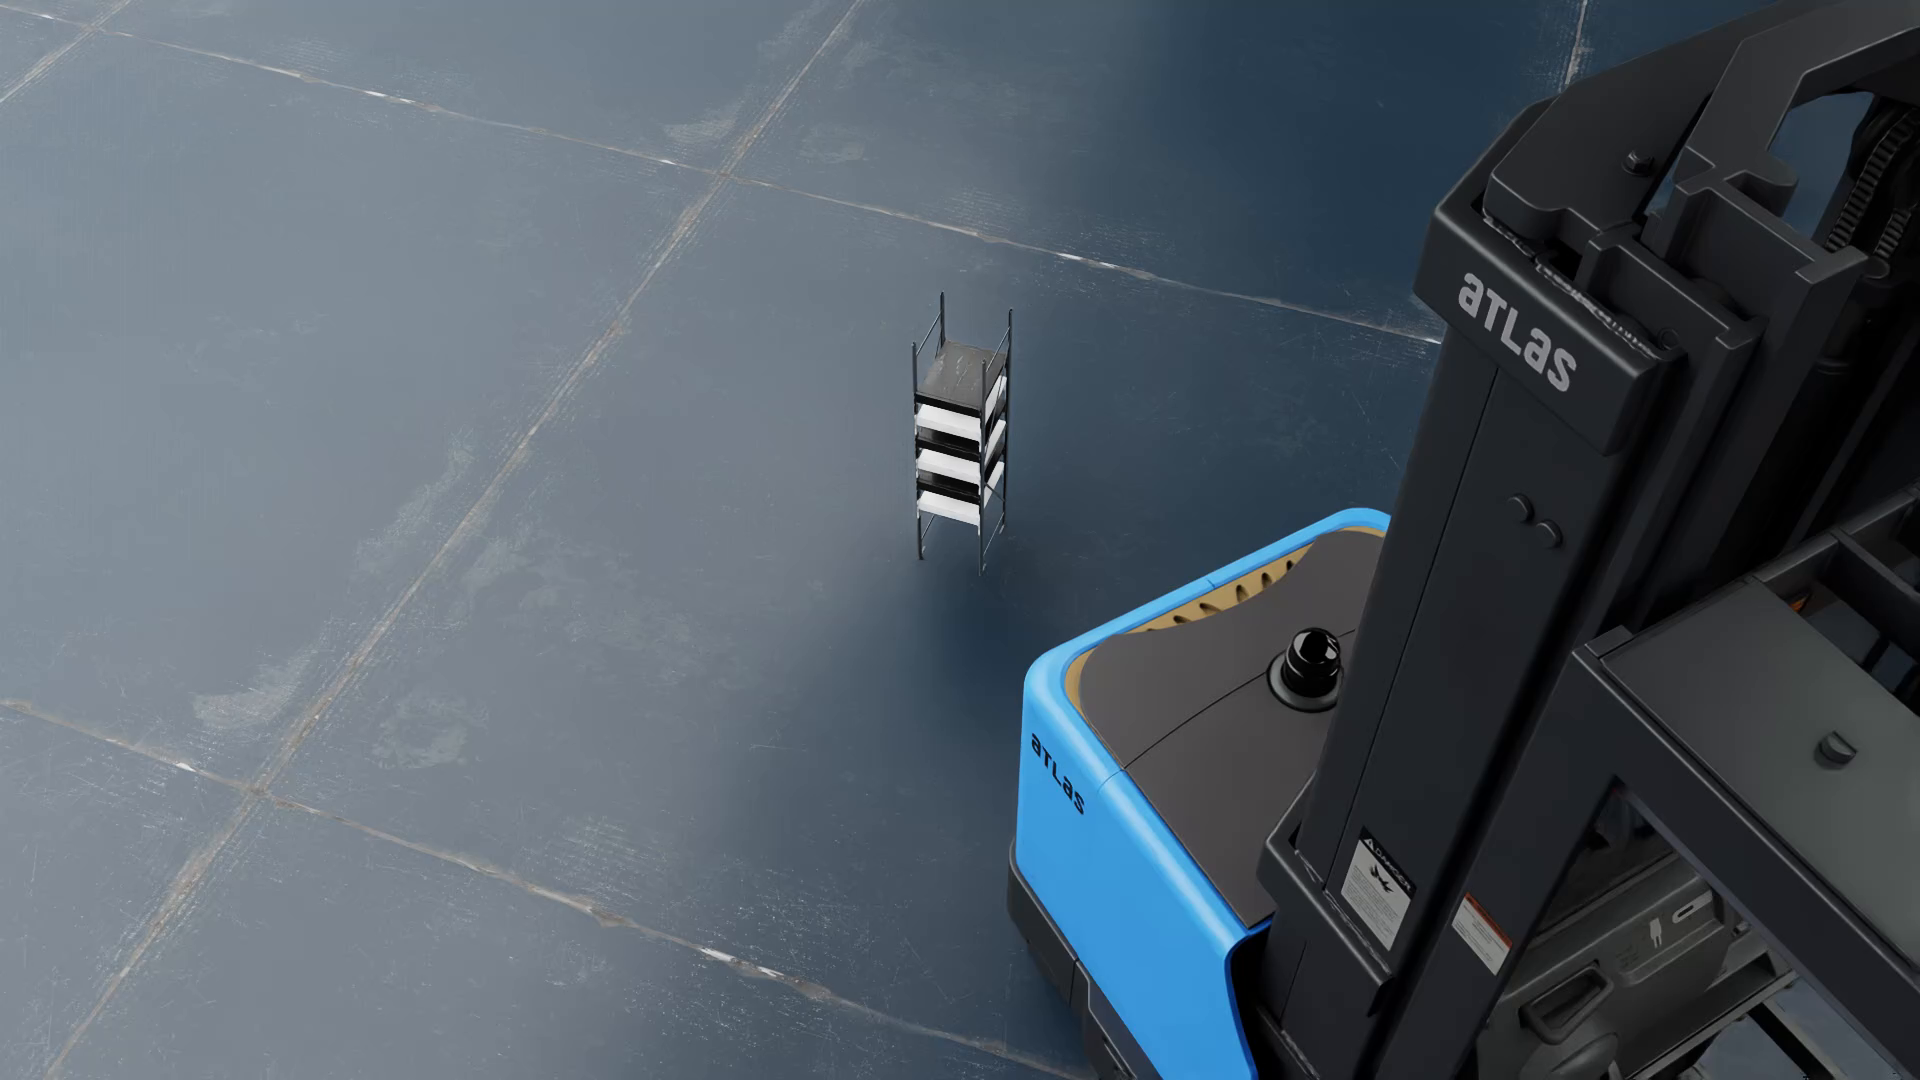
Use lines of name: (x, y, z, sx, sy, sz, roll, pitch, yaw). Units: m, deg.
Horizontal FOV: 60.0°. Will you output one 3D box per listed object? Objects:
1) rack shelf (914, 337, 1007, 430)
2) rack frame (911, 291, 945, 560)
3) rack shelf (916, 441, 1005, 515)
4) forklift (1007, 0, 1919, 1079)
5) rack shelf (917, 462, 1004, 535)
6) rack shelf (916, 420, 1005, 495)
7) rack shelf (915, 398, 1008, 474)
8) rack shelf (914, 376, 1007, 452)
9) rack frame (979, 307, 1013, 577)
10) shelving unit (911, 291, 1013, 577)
rack shelf: (0.008, -0.448, 4.729, 0.200, 0.077, 0.258, 16, 51, 13)
rack frame: (-0.088, -0.319, 4.931, 0.006, 0.900, 0.240, 16, 51, 13)
rack shelf: (0.008, -0.212, 5.001, 0.200, 0.077, 0.258, 16, 51, 13)
forklift: (1.302, 0.789, 2.627, 1.130, 2.935, 3.031, -24, 53, -19)
rack shelf: (0.008, -0.153, 5.069, 0.200, 0.077, 0.258, 16, 51, 13)
rack shelf: (0.008, -0.271, 4.933, 0.200, 0.077, 0.258, 16, 51, 13)
rack shelf: (0.008, -0.330, 4.865, 0.200, 0.077, 0.258, 16, 51, 13)
rack shelf: (0.008, -0.389, 4.797, 0.200, 0.077, 0.258, 16, 51, 13)
rack frame: (0.103, -0.266, 4.885, 0.006, 0.900, 0.240, 16, 51, 13)
shelving unit: (0.008, -0.293, 4.908, 0.210, 0.900, 0.258, 16, 51, 13)
